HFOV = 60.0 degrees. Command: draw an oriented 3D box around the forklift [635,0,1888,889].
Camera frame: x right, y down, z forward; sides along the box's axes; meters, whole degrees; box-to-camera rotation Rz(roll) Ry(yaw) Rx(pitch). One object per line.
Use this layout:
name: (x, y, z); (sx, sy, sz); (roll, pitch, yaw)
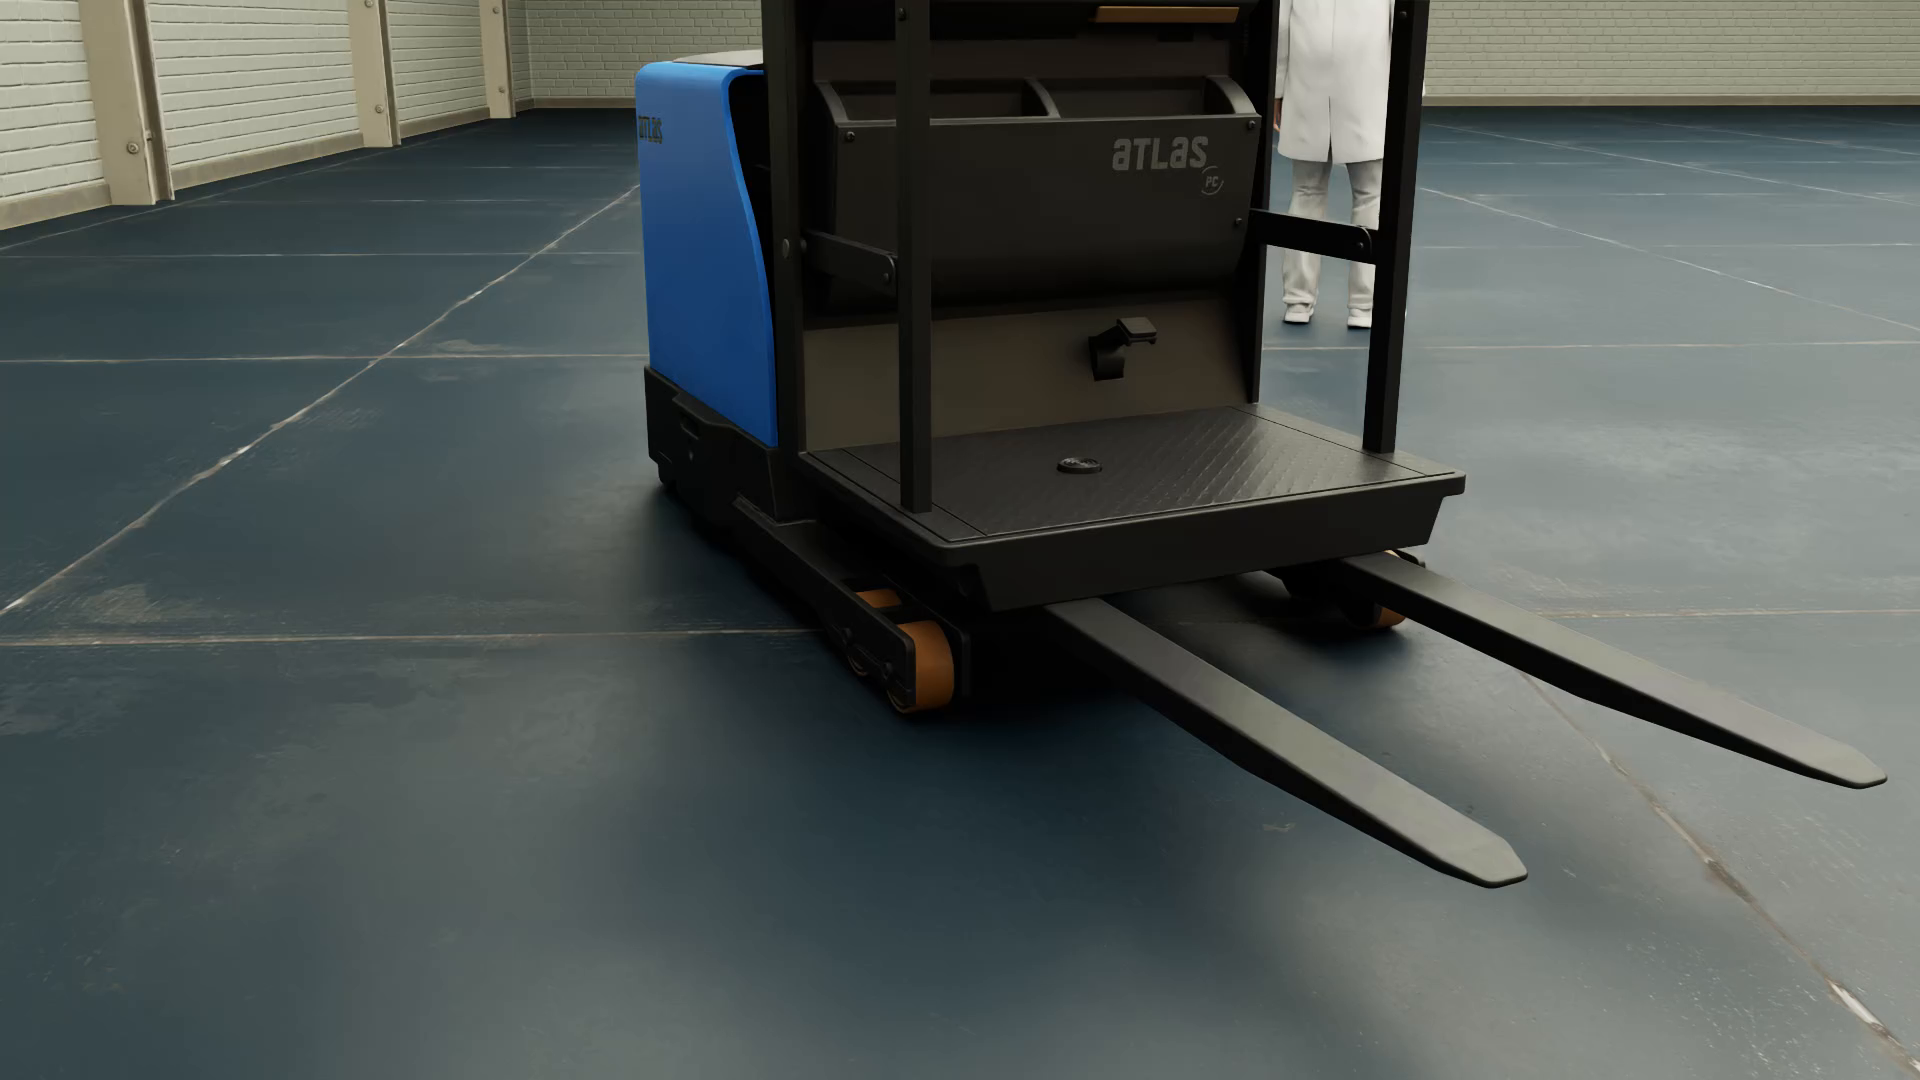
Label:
forklift: (0.258, -1.240, 2.962); (1.130, 2.935, 3.031); (-8, 19, -24)

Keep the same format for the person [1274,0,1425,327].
person: (1.523, -1.756, 6.625); (0.642, 1.775, 0.421); (9, 19, 27)
